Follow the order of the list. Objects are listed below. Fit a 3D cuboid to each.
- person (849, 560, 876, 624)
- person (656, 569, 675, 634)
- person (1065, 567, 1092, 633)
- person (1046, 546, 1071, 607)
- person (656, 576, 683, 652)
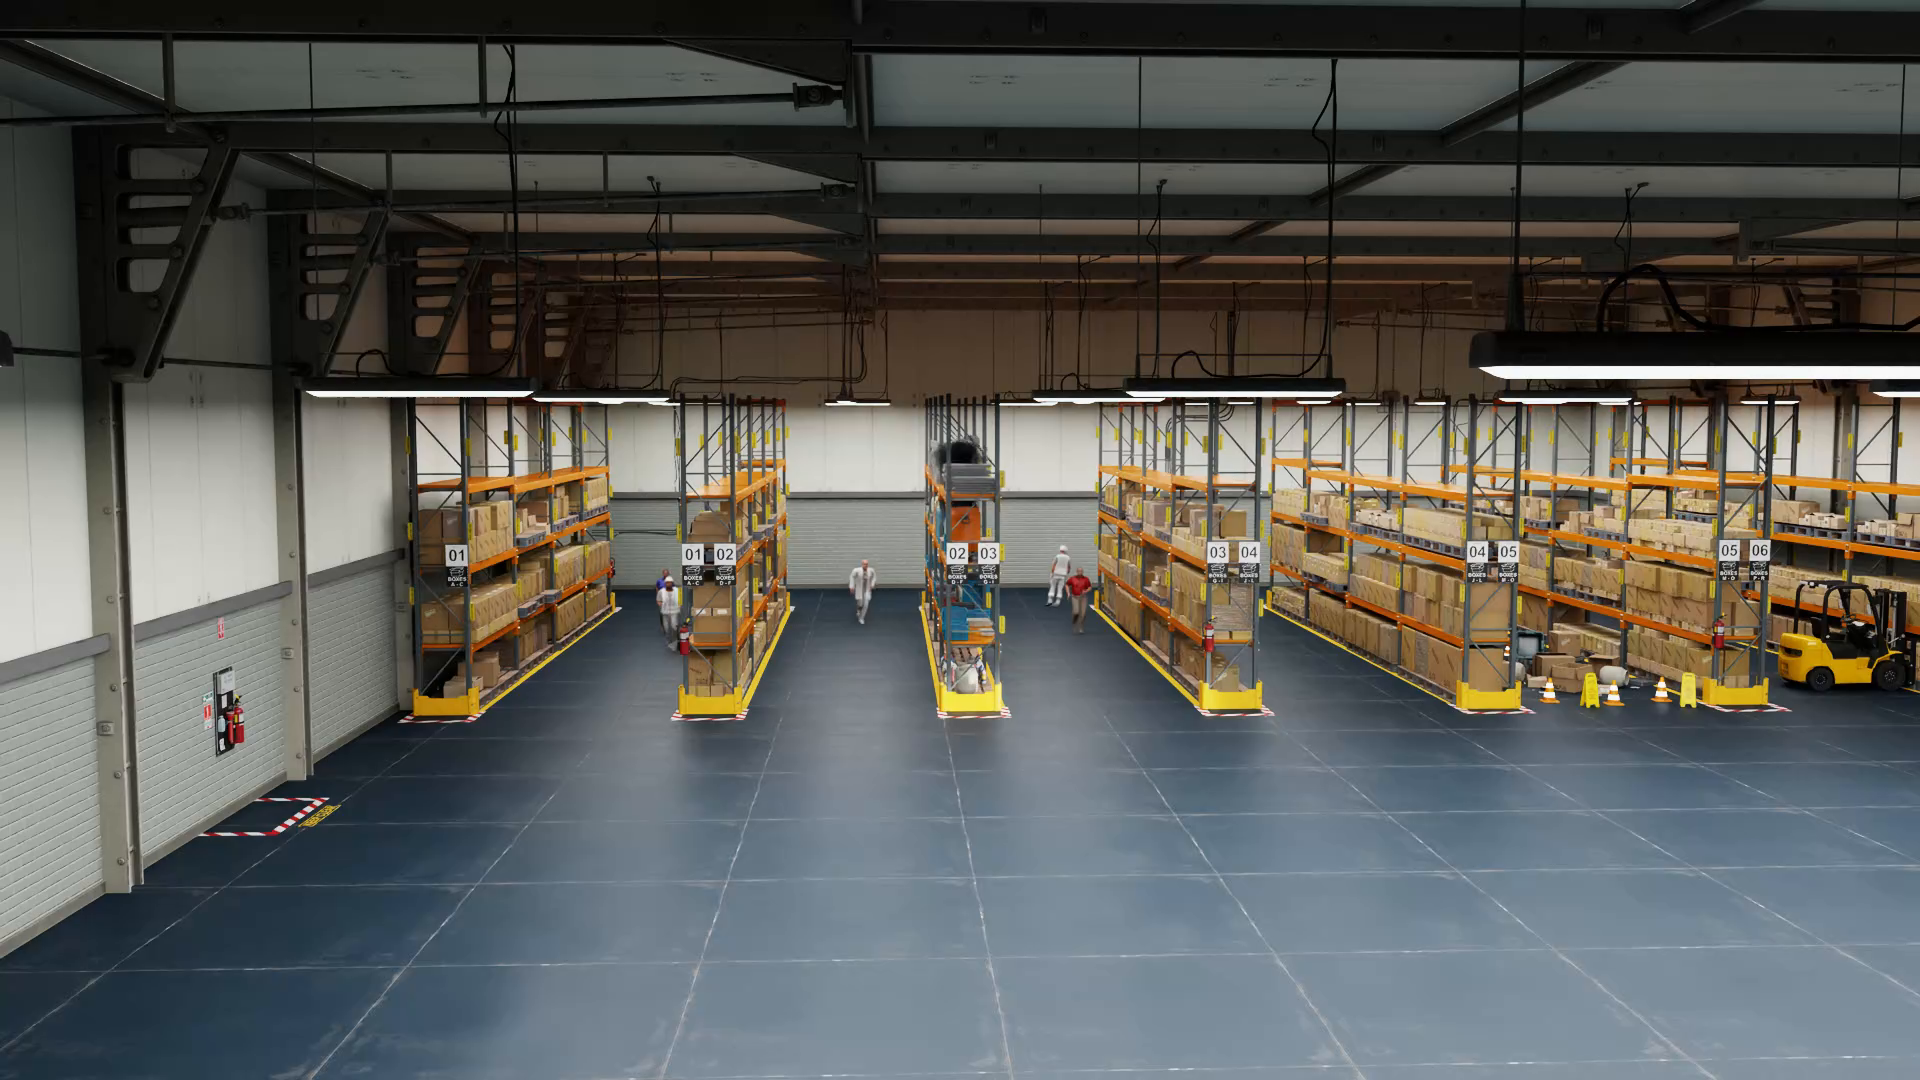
[{"bbox_3d":[-2.600,1.363,44.461,0.712,1.712,0.710,-2,5,-19],"label":"person"},{"bbox_3d":[-7.509,1.568,42.430,0.487,1.670,0.802,-1,5,-11],"label":"person"},{"bbox_3d":[3.032,1.533,42.231,0.645,1.699,0.655,0,5,-5],"label":"person"},{"bbox_3d":[2.862,1.066,48.167,0.729,1.810,0.445,0,5,-3],"label":"person"},{"bbox_3d":[-6.814,1.745,39.143,0.653,1.784,0.797,0,5,-1],"label":"person"}]
